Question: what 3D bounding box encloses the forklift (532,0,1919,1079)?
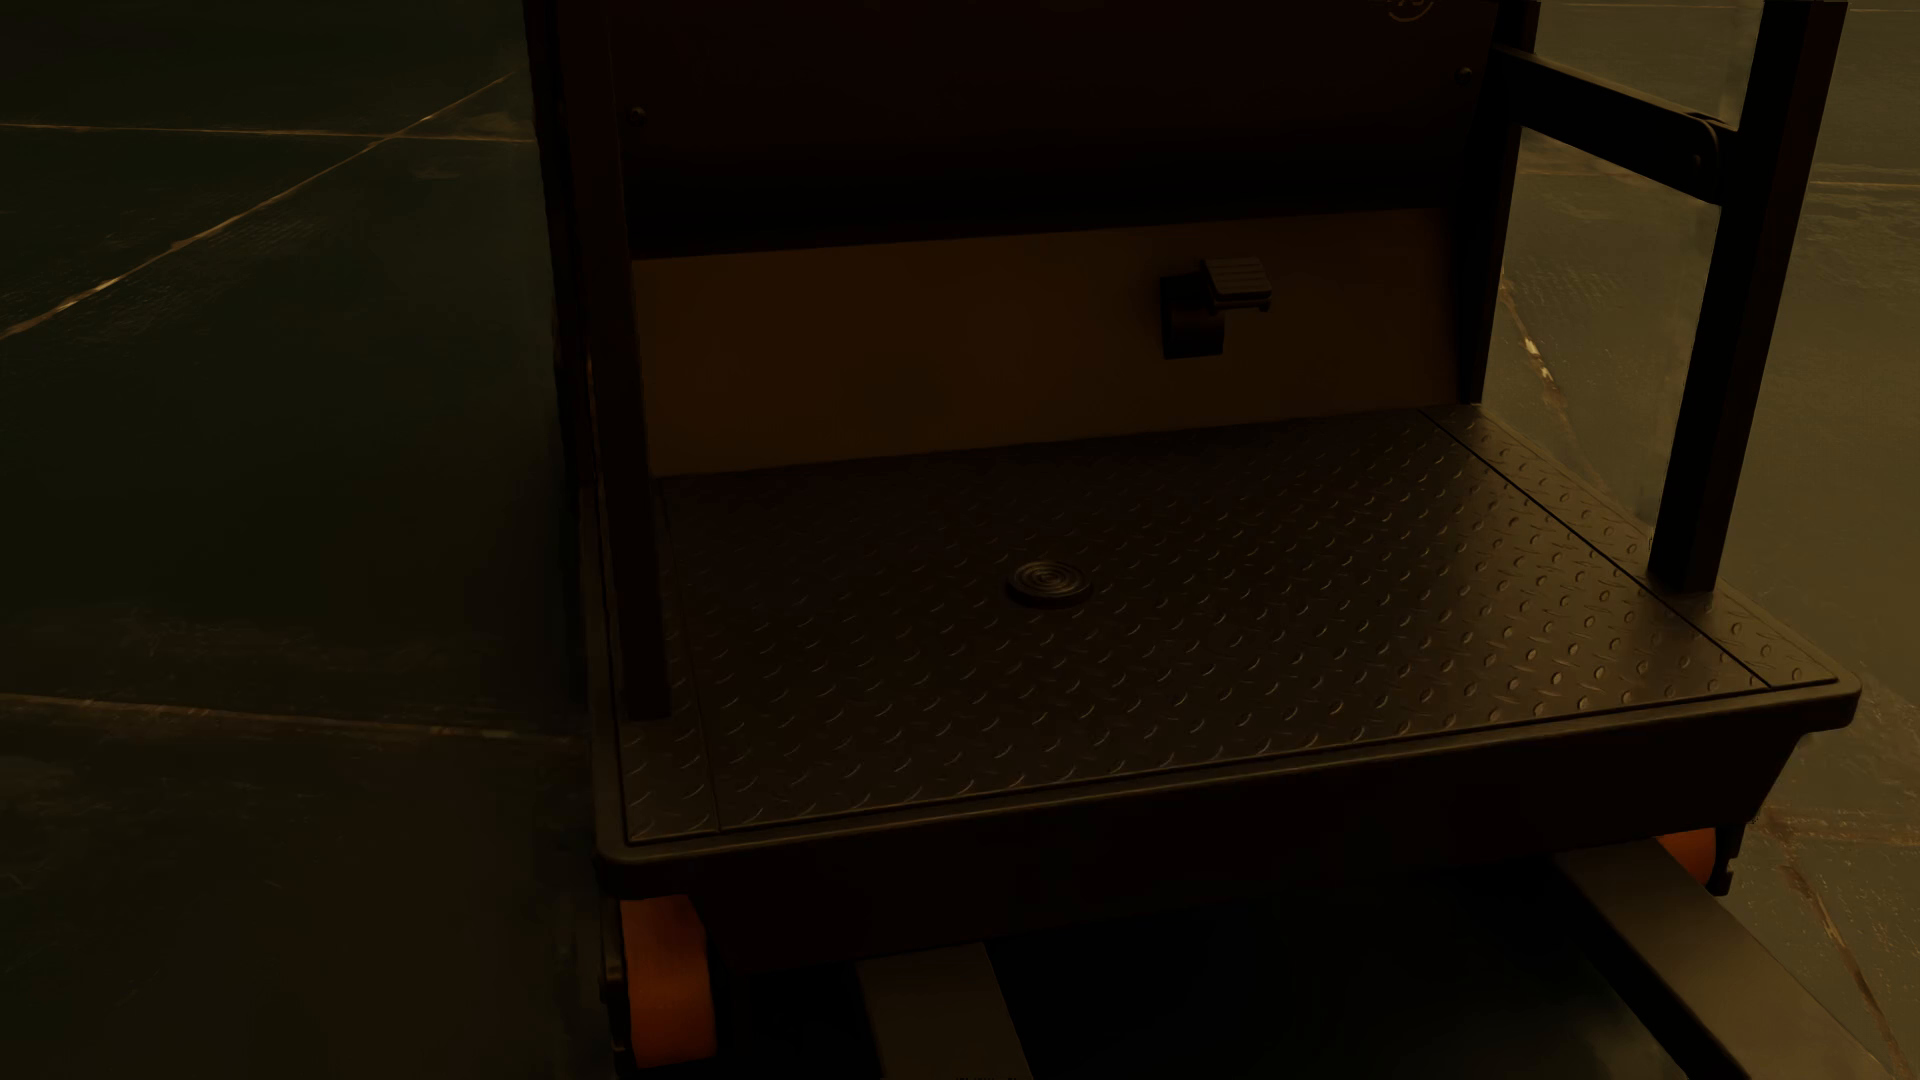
[{"bbox_3d":[0.153,-1.049,1.319,1.130,2.935,3.031,-7,27,-13],"label":"forklift"}]
